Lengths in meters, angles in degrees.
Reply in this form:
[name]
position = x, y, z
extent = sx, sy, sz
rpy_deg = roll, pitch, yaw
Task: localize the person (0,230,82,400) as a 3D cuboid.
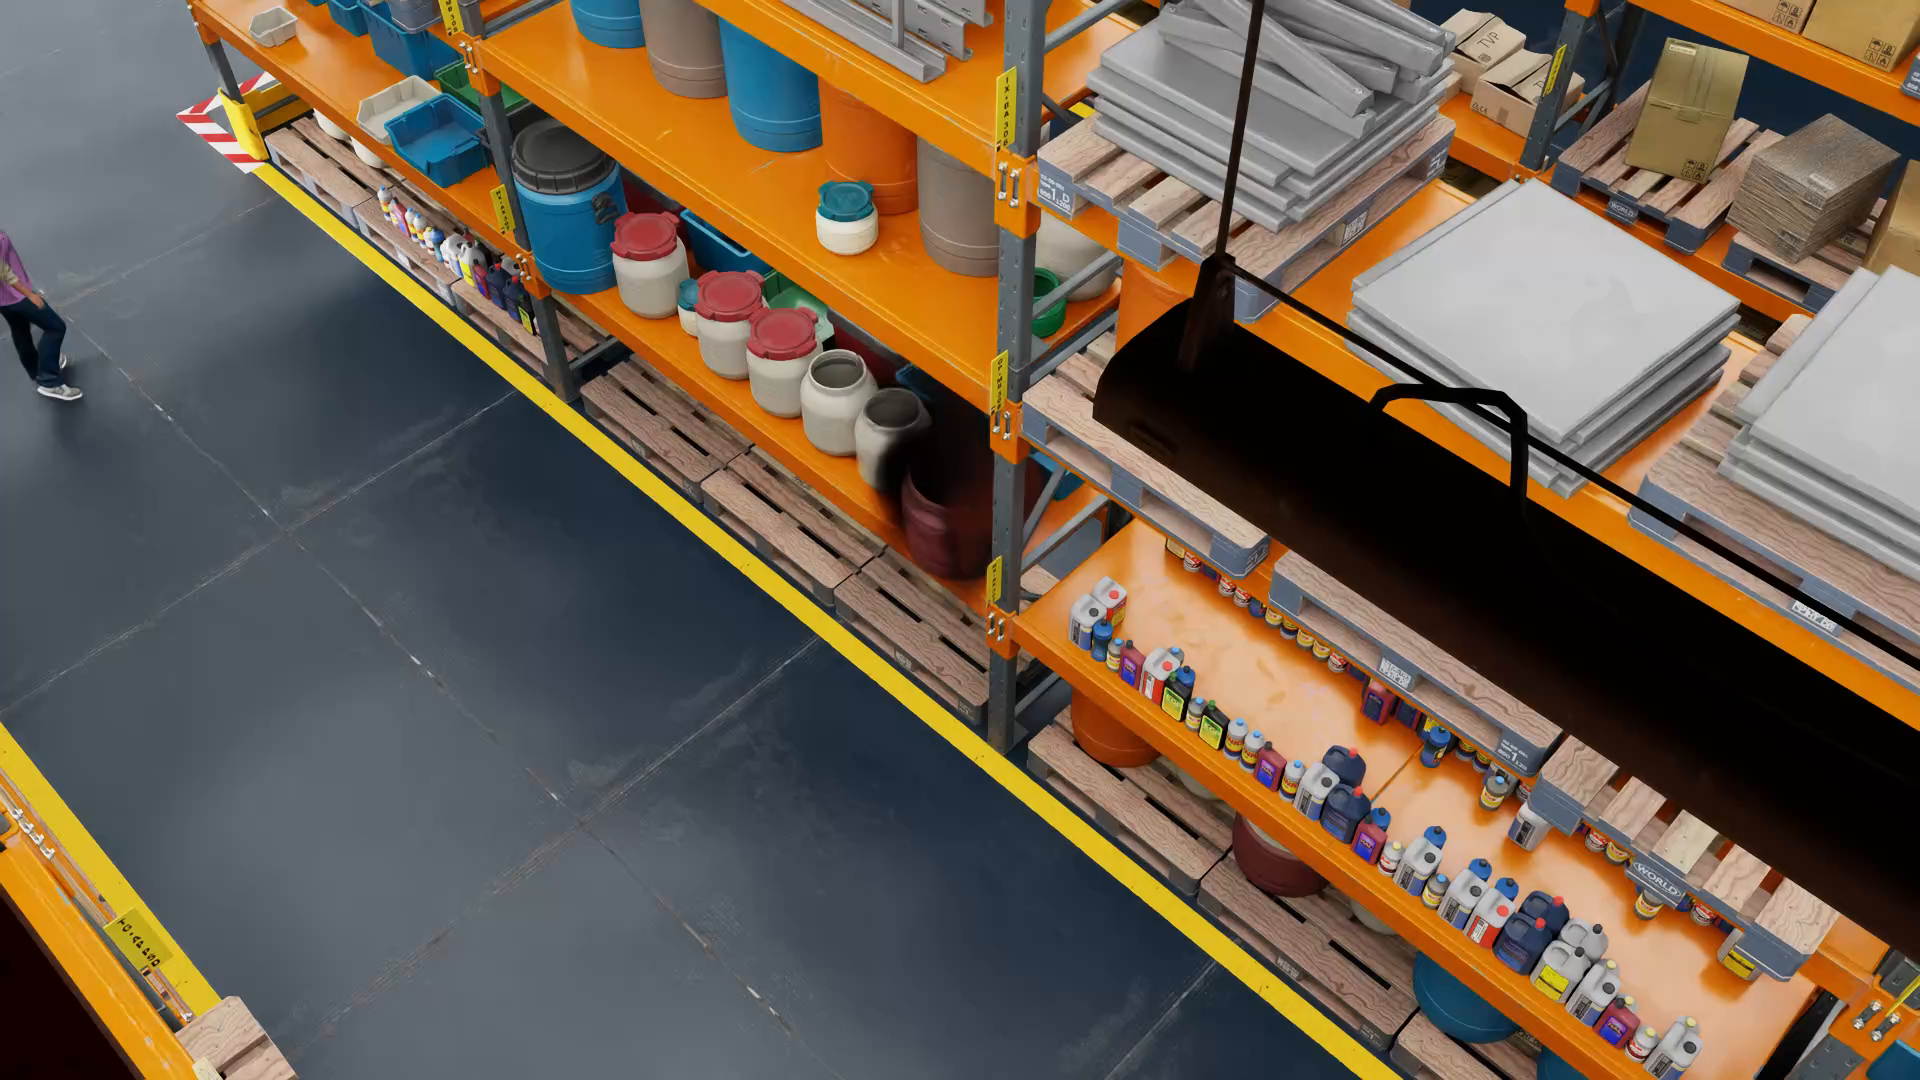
[person]
position = -6.097, -1.562, 10.663
extent = 0.449, 1.580, 0.357
rpy_deg = 29, 56, 22
